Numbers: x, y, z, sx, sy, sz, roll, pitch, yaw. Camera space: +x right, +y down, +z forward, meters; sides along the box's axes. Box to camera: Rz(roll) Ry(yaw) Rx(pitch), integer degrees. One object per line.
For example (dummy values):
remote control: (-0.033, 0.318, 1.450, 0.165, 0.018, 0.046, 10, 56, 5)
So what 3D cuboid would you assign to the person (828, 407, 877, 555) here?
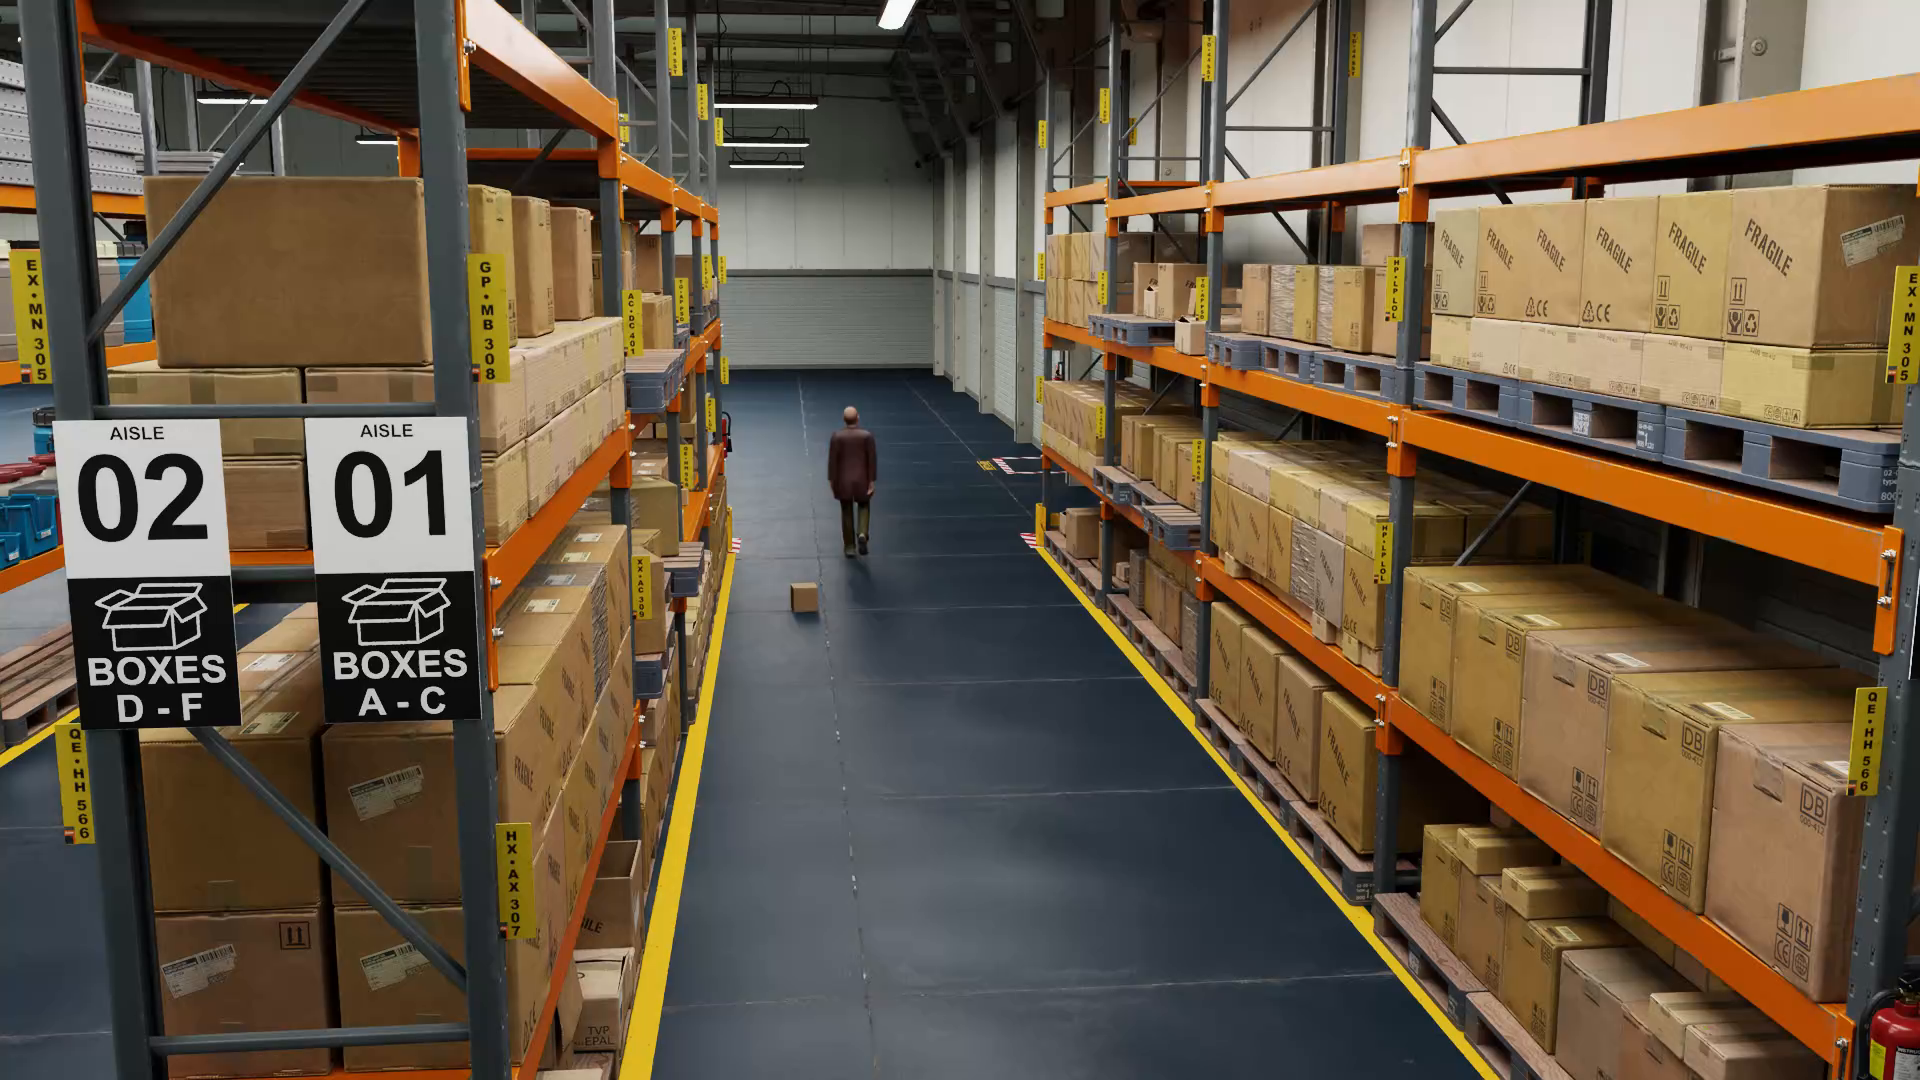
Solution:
person: (-1.294, -0.703, 19.948, 0.577, 1.807, 0.476, -1, 10, -8)
